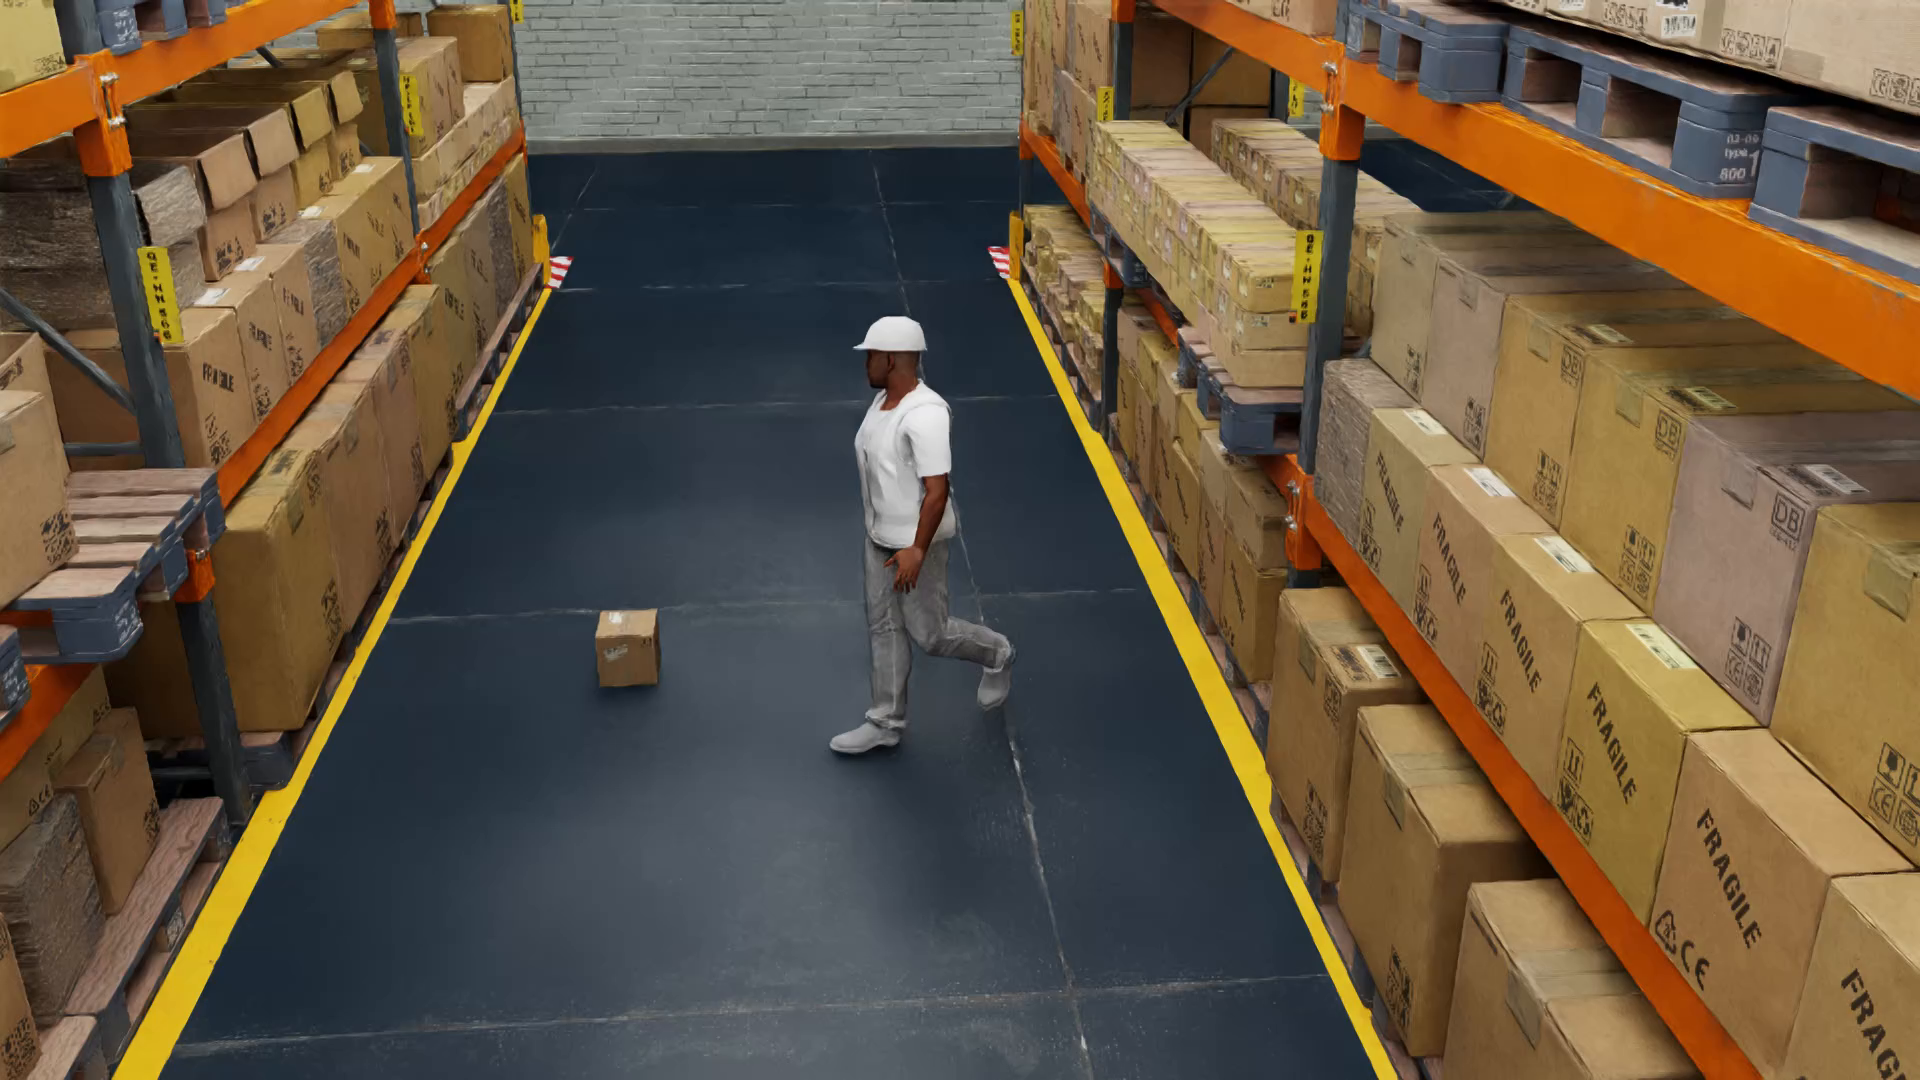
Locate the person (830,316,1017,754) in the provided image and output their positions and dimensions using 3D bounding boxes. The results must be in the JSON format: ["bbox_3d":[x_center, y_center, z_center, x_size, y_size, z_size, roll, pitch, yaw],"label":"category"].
[{"bbox_3d":[-0.187,-0.035,6.694,0.870,1.731,0.609,-12,26,-25],"label":"person"}]
